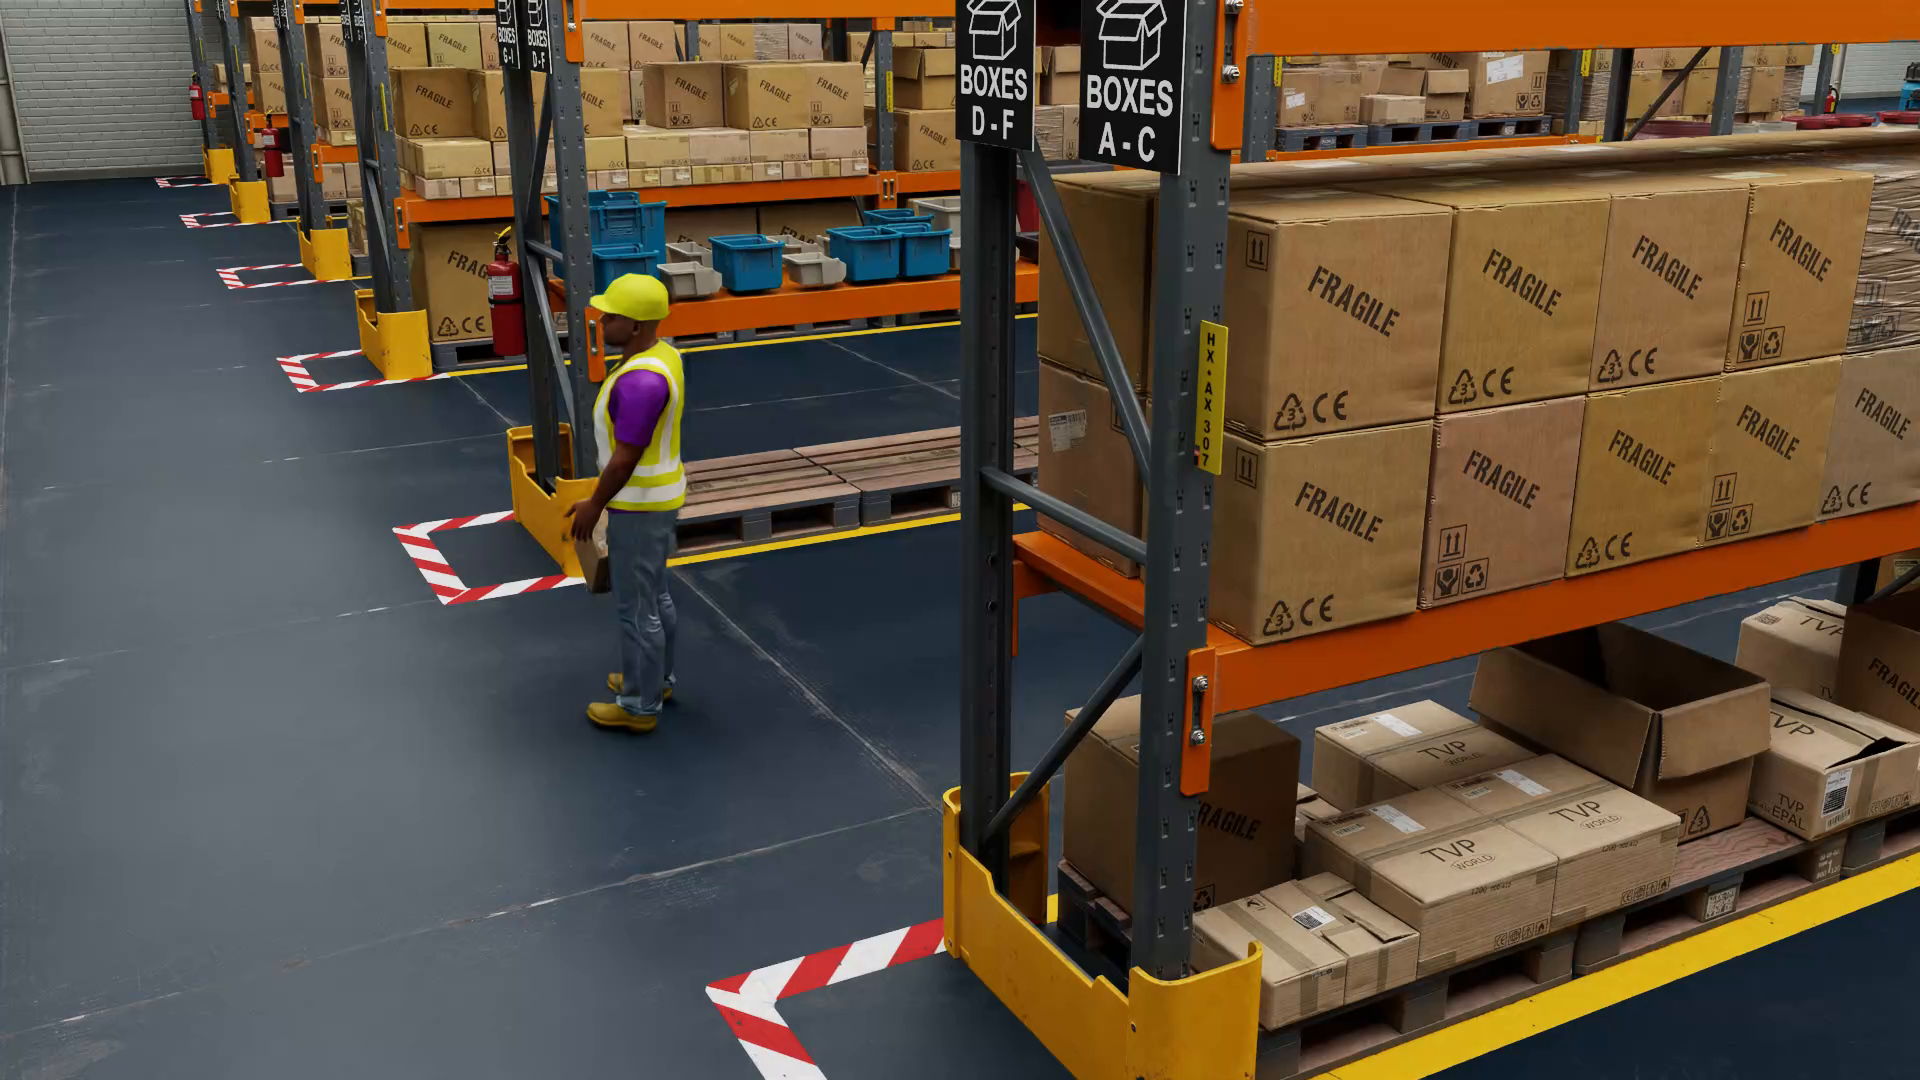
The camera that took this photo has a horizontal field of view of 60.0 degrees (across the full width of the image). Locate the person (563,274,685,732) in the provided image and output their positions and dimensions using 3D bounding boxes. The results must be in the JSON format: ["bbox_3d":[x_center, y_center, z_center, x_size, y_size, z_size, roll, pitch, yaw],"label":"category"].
[{"bbox_3d":[4.936,-1.587,10.742,13.367,1.776,9.033,-1,18,-3],"label":"person"}]
